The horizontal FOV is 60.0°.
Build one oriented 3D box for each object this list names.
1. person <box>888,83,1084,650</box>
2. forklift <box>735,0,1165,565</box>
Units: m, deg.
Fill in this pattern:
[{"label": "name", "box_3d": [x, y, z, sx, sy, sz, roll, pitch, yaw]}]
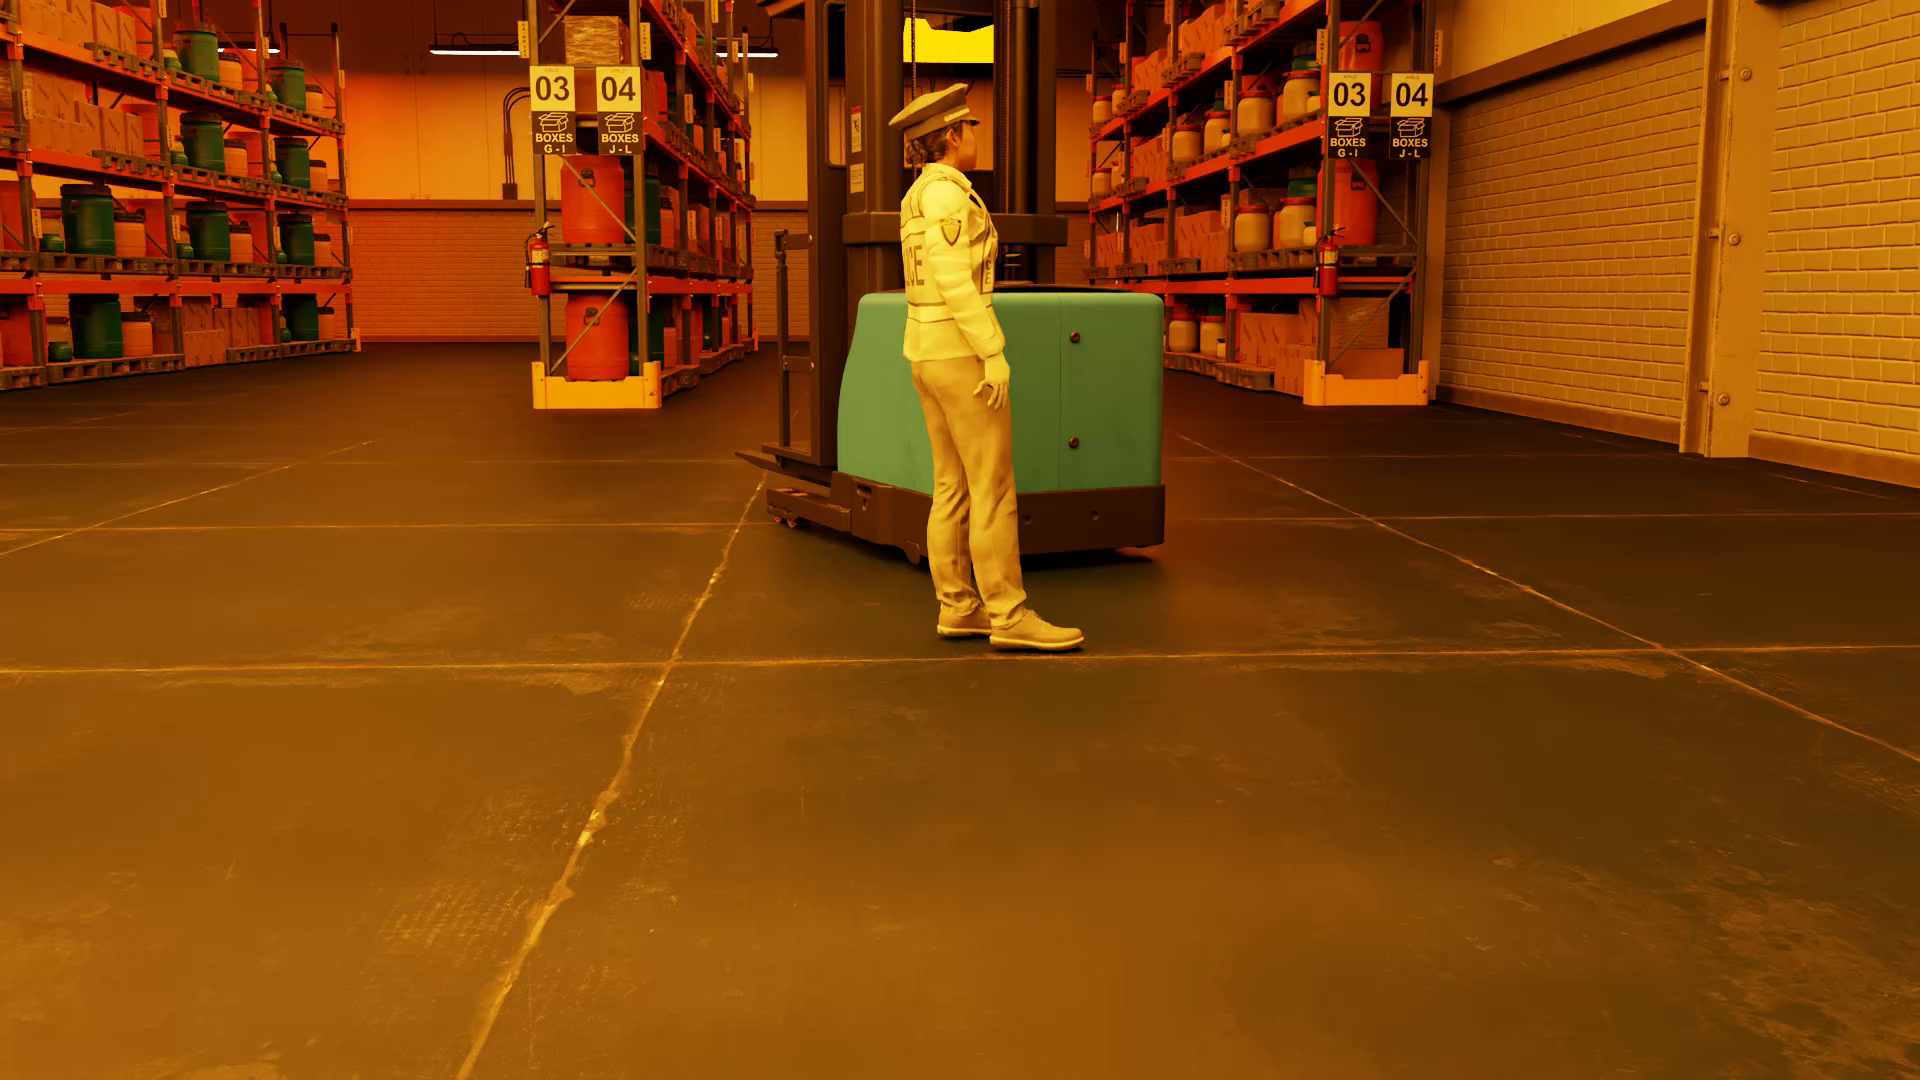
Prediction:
[{"label": "person", "box_3d": [0.061, -0.537, 5.111, 0.530, 1.694, 0.589, -2, 9, -14]}, {"label": "forklift", "box_3d": [-0.264, -1.530, 7.637, 1.130, 2.935, 3.031, -4, 9, -25]}]
